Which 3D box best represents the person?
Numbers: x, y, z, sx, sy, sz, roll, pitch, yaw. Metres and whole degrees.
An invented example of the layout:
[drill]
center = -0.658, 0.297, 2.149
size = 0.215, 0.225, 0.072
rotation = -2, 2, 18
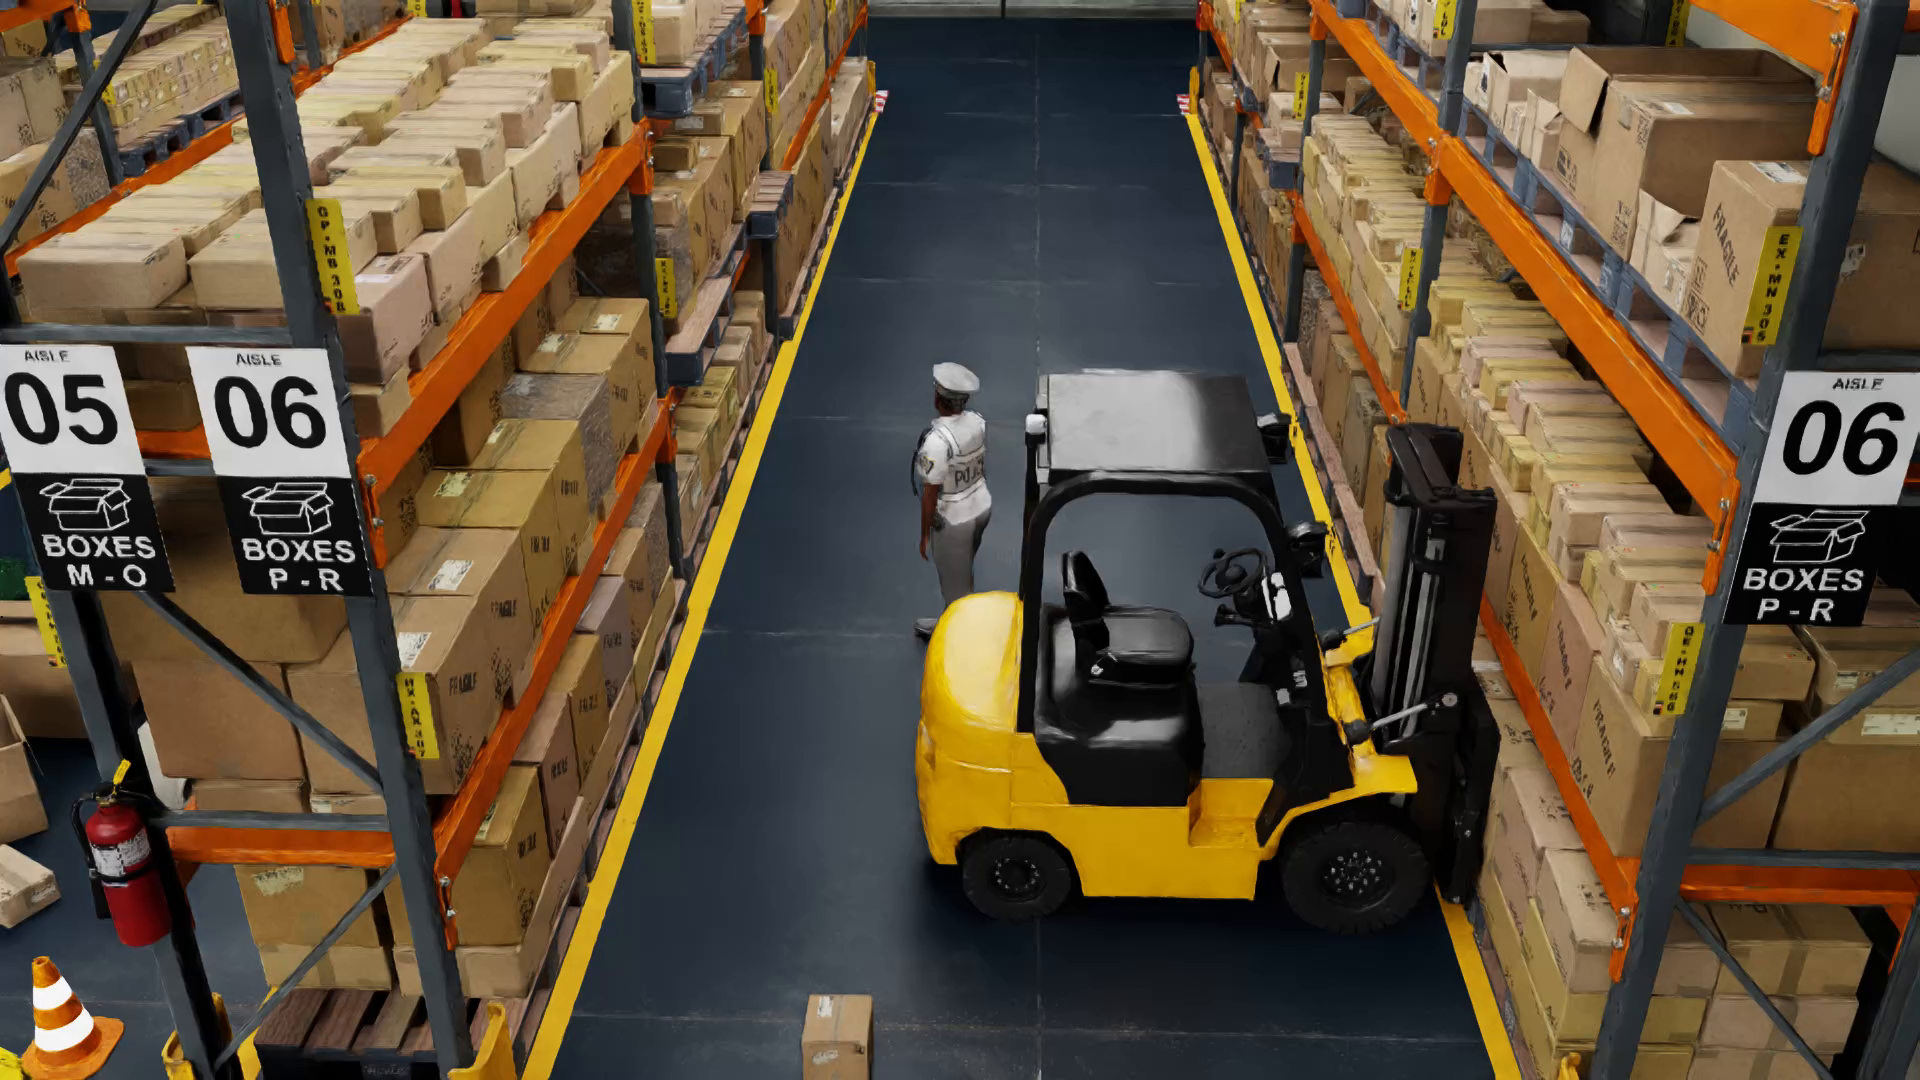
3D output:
[person]
center = -0.061, -0.132, 8.811
size = 0.541, 1.670, 0.559
rotation = 16, 32, 27
